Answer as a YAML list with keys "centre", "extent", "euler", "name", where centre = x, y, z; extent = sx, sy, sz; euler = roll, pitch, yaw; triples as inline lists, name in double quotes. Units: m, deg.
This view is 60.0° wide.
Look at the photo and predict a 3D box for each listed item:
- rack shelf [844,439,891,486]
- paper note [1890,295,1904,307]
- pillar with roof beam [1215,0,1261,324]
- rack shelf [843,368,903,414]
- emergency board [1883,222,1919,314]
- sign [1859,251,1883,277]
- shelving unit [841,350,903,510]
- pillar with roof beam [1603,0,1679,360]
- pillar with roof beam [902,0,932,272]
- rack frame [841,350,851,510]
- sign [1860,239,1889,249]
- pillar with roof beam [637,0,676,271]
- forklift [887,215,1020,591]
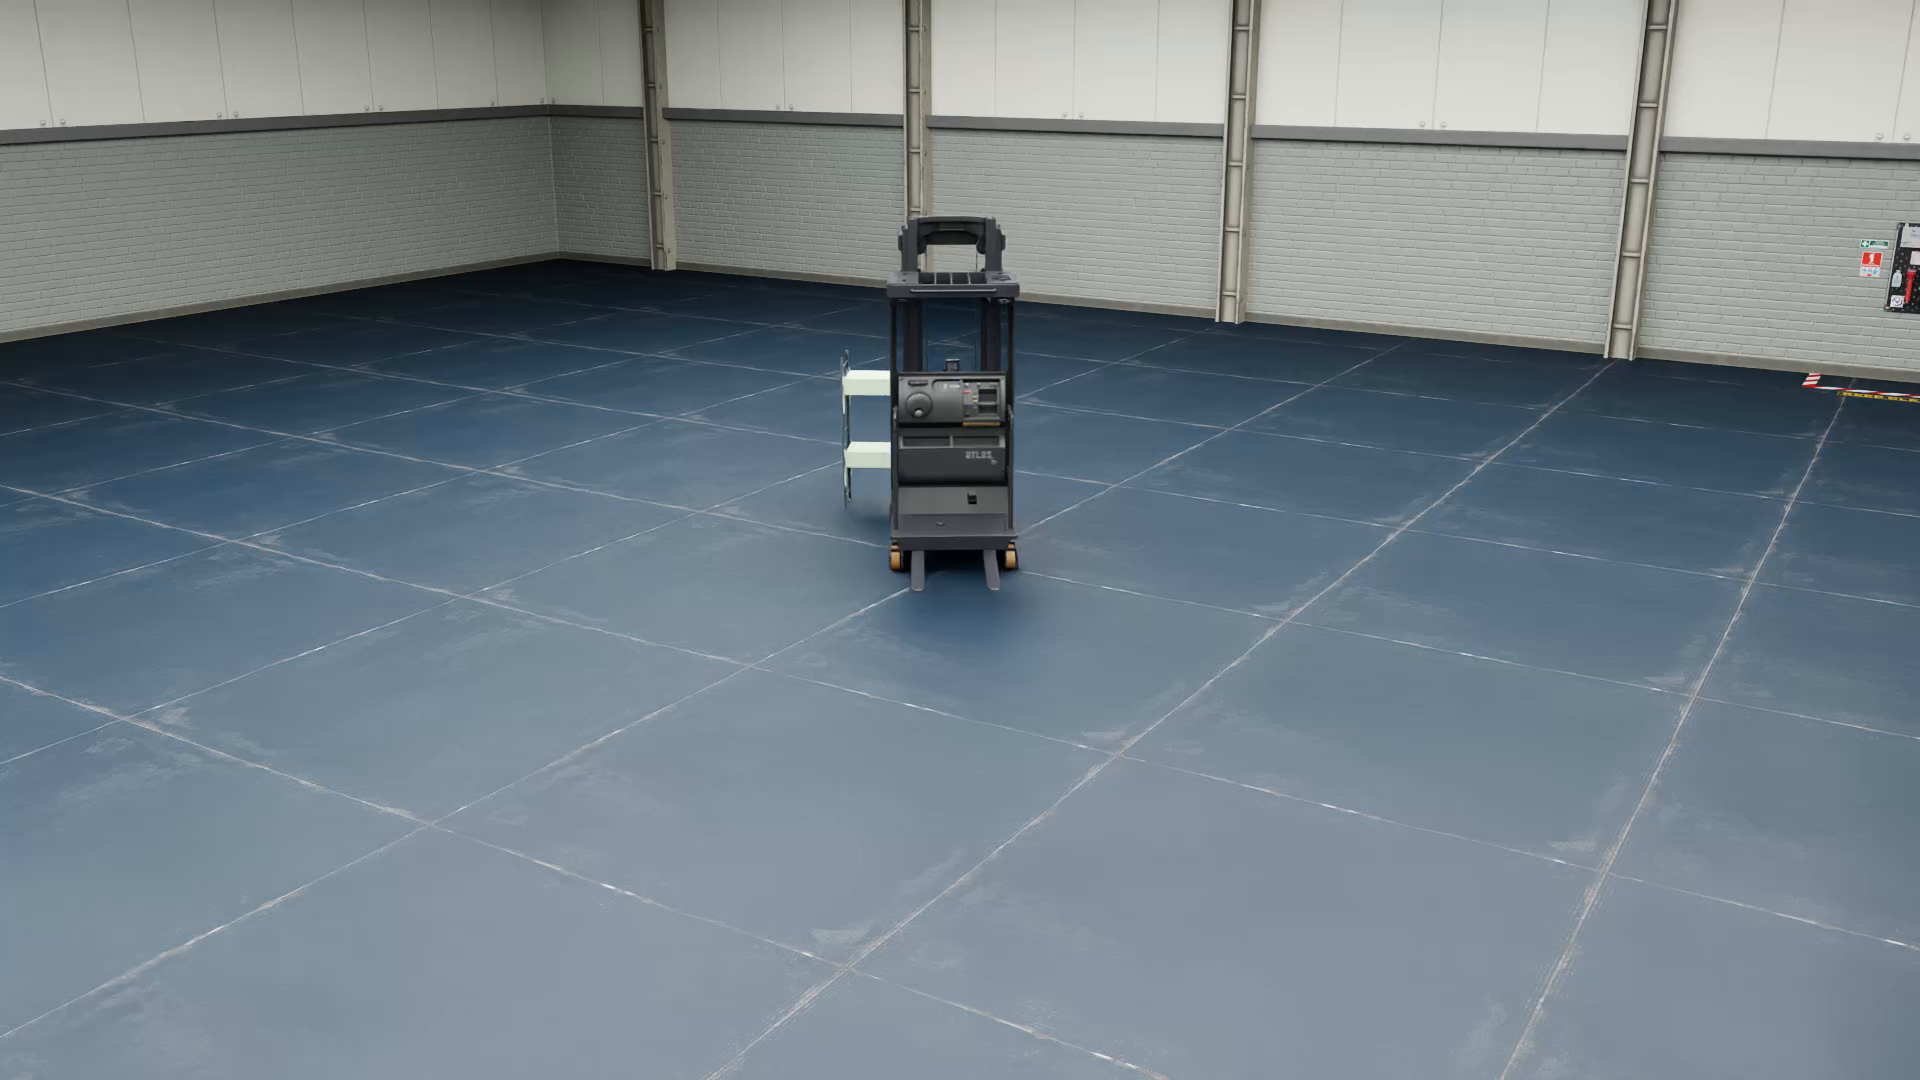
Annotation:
- centre: [-0.745, -0.751, 16.265]
  extent: [0.720, 0.370, 0.431]
  euler: [1, 17, 4]
  name: "rack shelf"
- centre: [12.398, -3.156, 21.995]
  extent: [0.142, 0.148, 0.016]
  euler: [10, 20, 30]
  name: "paper note"
- centre: [2.120, -6.778, 22.080]
  extent: [0.400, 9.000, 9.100]
  euler: [10, 20, 30]
  name: "pillar with roof beam"
- centre: [-0.745, -1.437, 16.057]
  extent: [0.720, 0.370, 0.431]
  euler: [1, 17, 4]
  name: "rack shelf"
- centre: [12.513, -3.534, 21.722]
  extent: [0.643, 1.169, 0.194]
  euler: [10, 20, 30]
  name: "emergency board"
- centre: [12.095, -3.660, 22.078]
  extent: [0.234, 0.329, 0.001]
  euler: [10, 20, 30]
  name: "sign"
- centre: [-0.745, -1.063, 16.170]
  extent: [0.755, 1.500, 0.431]
  euler: [1, 17, 4]
  name: "shelving unit"
- centre: [7.233, -5.865, 19.076]
  extent: [0.400, 9.000, 9.100]
  euler: [10, 20, 30]
  name: "pillar with roof beam"
- centre: [-2.993, -7.690, 25.085]
  extent: [0.400, 9.000, 9.100]
  euler: [10, 20, 30]
  name: "pillar with roof beam"
- centre: [-1.110, -1.070, 16.194]
  extent: [0.023, 1.500, 0.400]
  euler: [1, 17, 4]
  name: "rack frame"
- centre: [12.095, -3.911, 21.991]
  extent: [0.331, 0.109, 0.001]
  euler: [10, 20, 30]
  name: "sign"
- centre: [-8.106, -8.603, 28.089]
  extent: [0.400, 9.000, 9.100]
  euler: [10, 20, 30]
  name: "pillar with roof beam"
- centre: [-0.062, -1.232, 14.262]
  extent: [1.130, 2.935, 3.031]
  euler: [0, 17, -1]
  name: "forklift"
